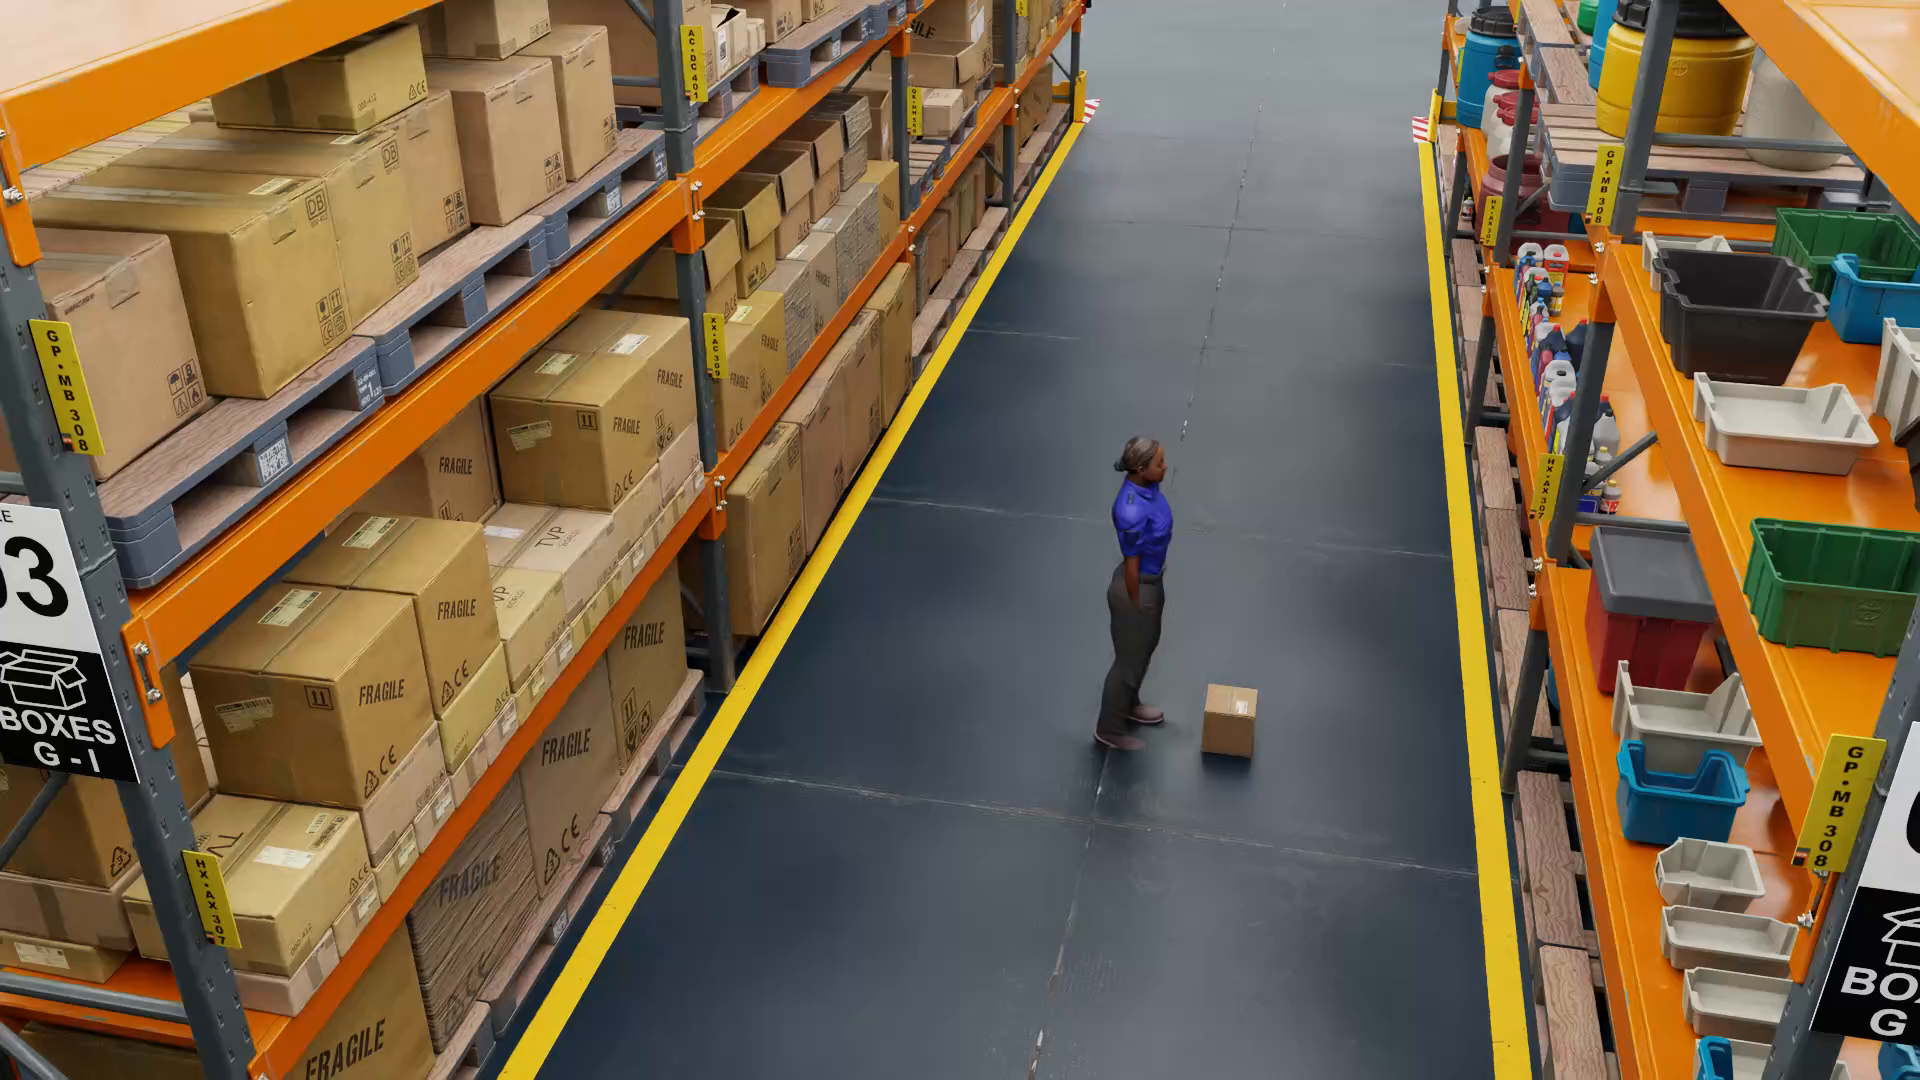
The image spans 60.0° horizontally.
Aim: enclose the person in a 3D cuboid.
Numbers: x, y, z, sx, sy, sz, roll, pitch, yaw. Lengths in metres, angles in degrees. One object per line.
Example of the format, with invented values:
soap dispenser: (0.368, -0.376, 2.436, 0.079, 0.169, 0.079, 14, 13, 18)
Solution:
person: (0.877, 0.258, 8.194, 0.329, 1.694, 0.437, 7, 30, 12)
